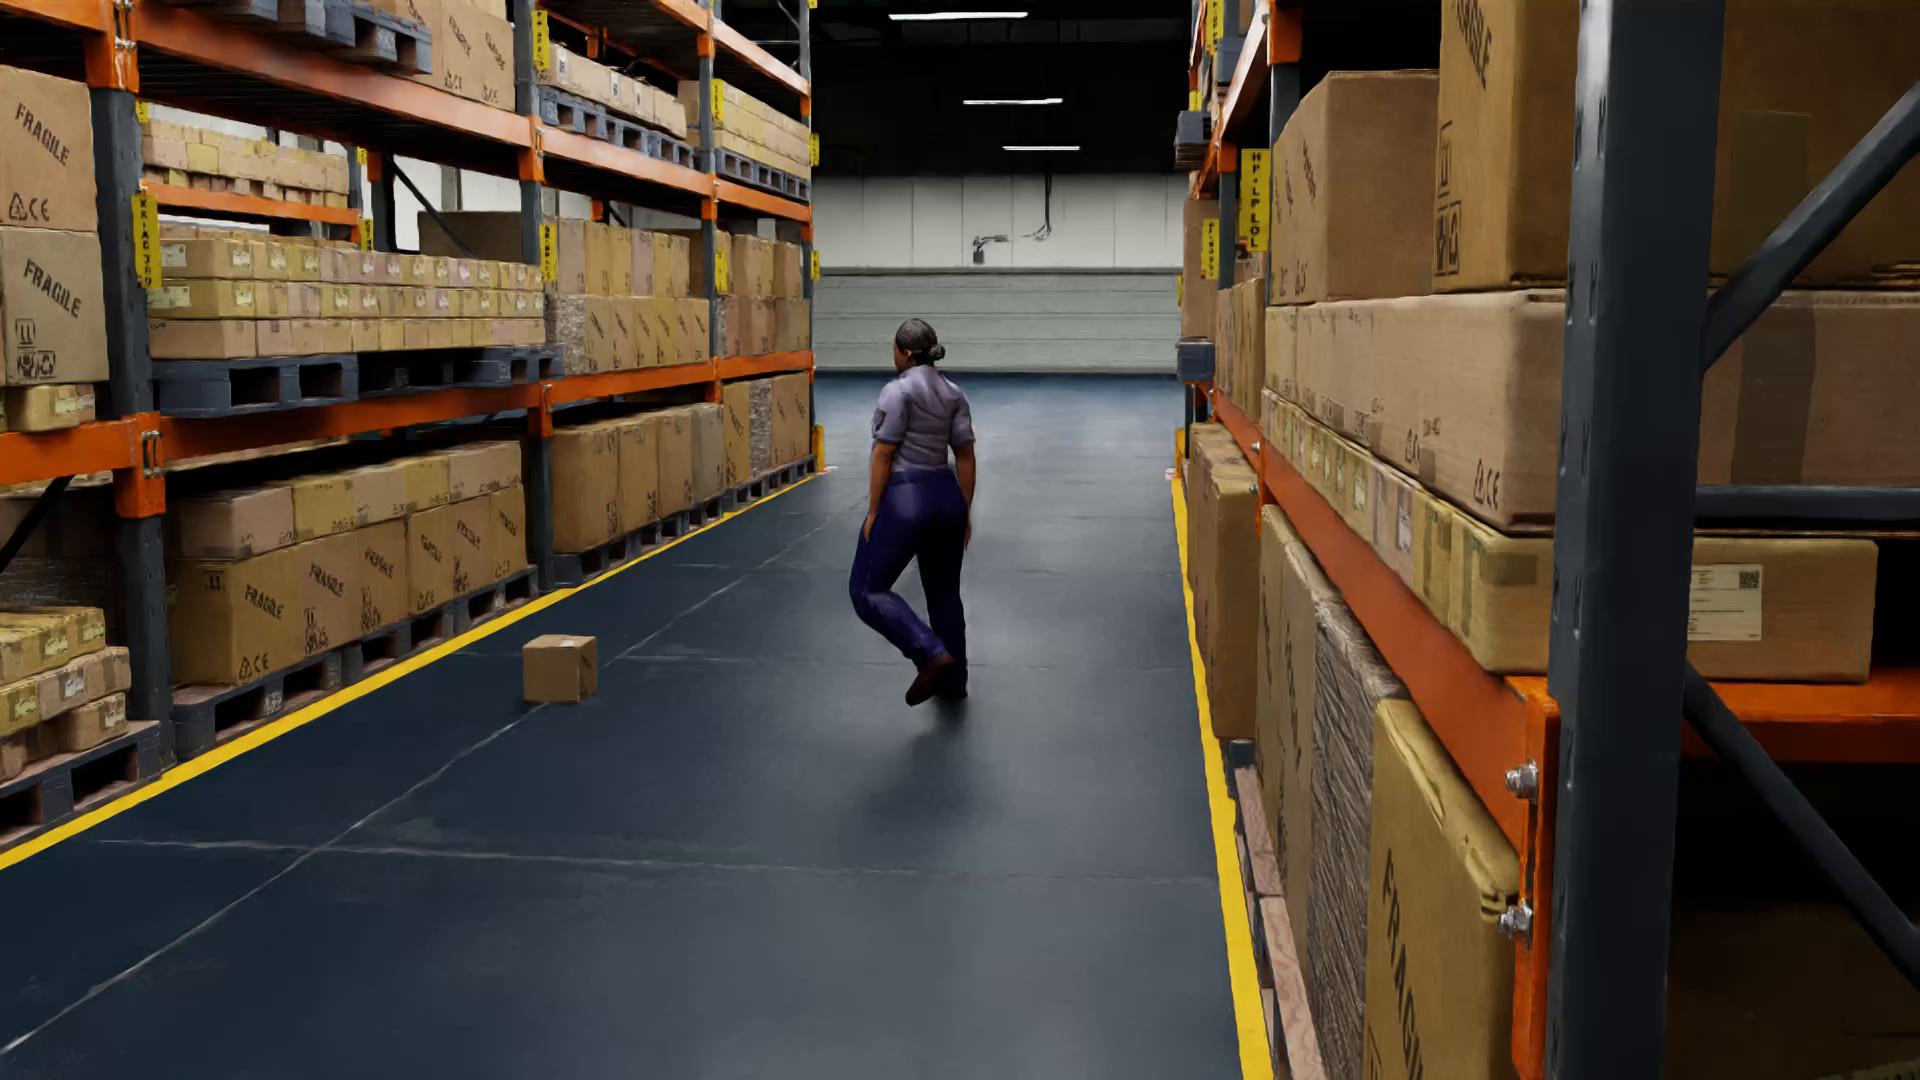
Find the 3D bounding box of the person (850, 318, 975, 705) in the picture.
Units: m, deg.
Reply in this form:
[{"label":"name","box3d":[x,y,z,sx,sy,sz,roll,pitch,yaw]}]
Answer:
[{"label":"person","box3d":[-0.128,-0.097,7.003,0.606,1.632,0.495,-7,11,-43]}]
